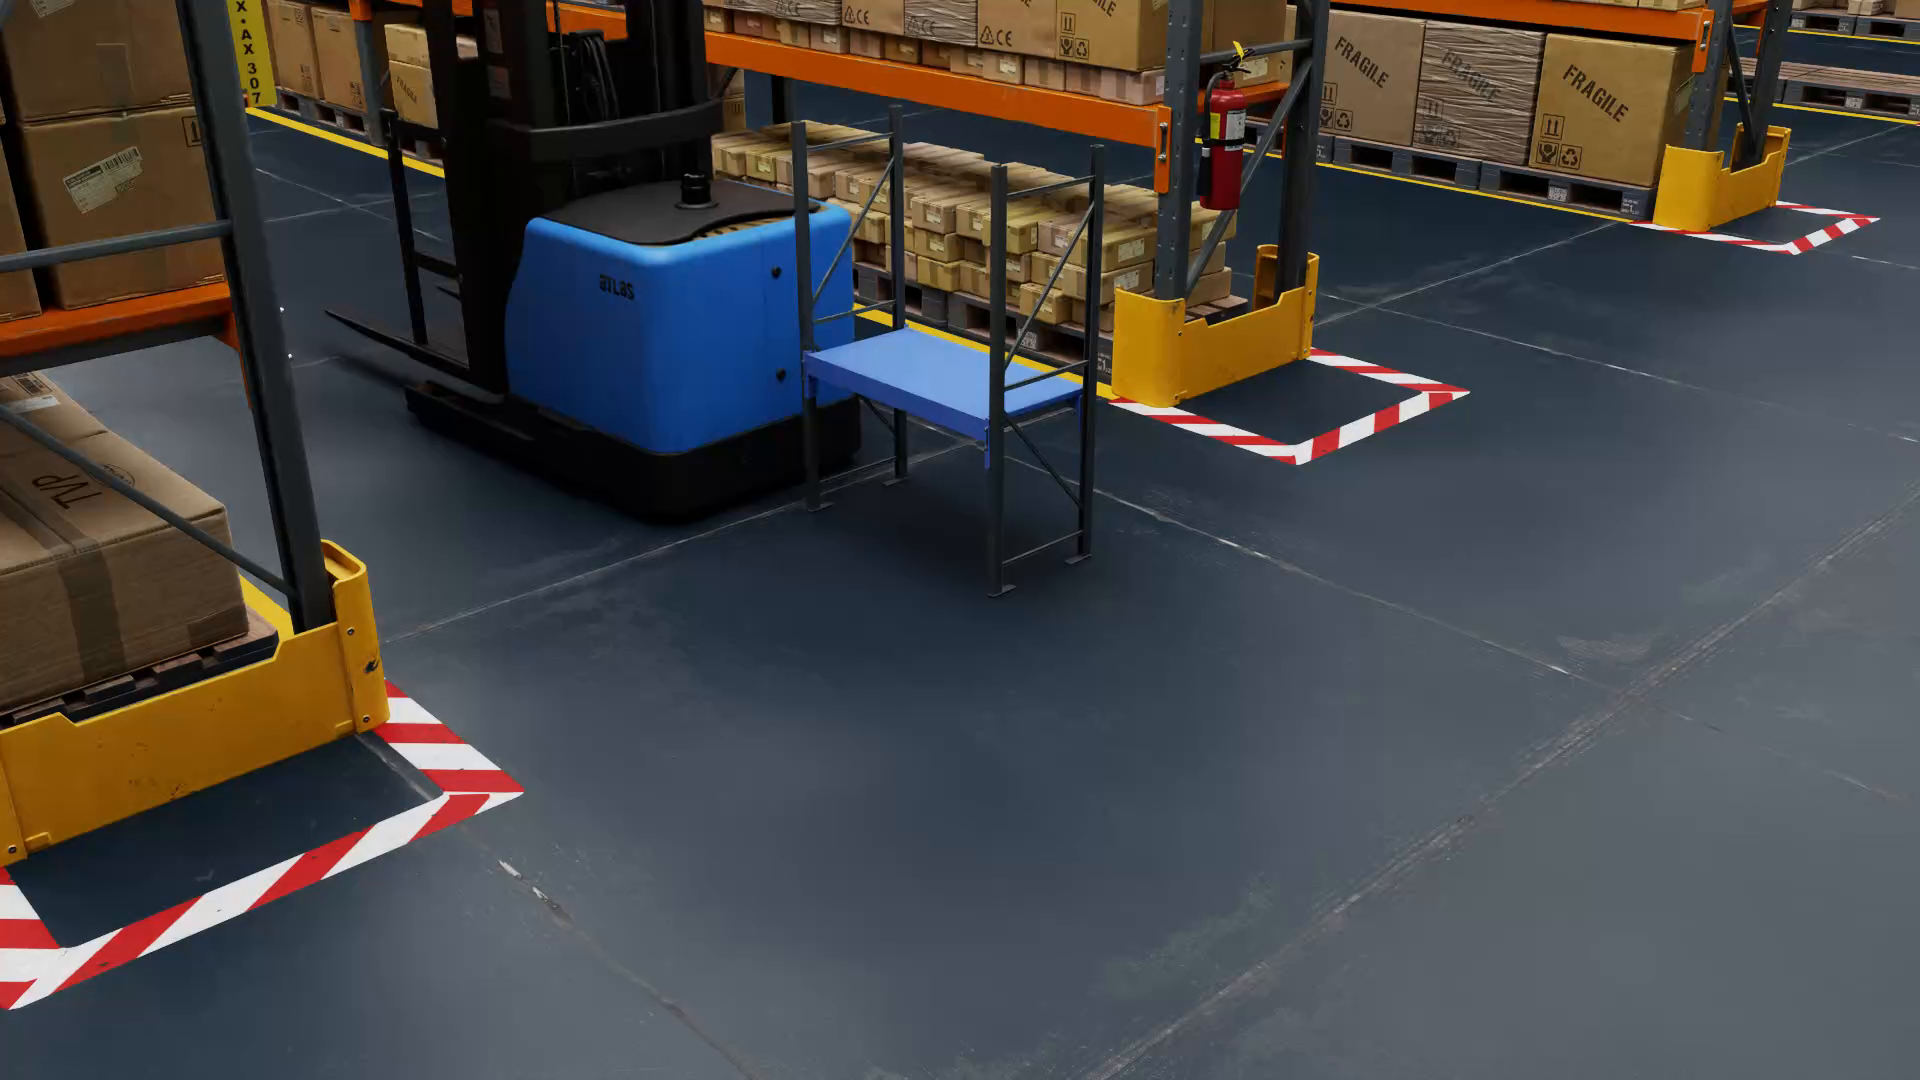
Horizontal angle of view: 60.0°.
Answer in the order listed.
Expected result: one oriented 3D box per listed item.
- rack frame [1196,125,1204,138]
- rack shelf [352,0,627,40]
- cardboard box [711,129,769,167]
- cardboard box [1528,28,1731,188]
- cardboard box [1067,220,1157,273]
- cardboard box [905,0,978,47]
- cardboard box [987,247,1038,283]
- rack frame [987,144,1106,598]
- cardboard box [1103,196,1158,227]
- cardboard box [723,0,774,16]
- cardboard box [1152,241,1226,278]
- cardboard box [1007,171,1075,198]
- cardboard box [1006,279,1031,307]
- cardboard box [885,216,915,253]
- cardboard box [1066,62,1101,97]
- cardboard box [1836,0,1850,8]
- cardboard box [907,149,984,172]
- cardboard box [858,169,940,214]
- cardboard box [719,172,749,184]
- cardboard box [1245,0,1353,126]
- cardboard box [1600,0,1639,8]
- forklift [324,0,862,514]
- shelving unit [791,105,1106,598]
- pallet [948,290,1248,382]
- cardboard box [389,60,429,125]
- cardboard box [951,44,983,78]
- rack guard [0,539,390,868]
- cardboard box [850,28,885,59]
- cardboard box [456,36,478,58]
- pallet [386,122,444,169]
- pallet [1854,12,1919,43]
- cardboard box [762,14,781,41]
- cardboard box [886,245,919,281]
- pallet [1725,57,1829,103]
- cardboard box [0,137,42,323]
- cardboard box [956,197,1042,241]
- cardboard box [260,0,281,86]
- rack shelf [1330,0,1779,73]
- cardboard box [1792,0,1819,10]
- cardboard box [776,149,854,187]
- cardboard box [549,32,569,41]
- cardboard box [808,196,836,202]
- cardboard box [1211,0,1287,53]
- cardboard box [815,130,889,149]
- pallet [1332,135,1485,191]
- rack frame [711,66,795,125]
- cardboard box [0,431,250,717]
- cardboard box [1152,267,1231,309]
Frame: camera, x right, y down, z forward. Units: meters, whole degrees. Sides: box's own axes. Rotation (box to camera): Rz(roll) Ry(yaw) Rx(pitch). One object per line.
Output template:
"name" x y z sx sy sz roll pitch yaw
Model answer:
"rack frame" 2.231 -4.736 13.017 1.000 3.000 0.127 -21 32 -38
"rack shelf" -2.825 -3.638 11.477 1.077 0.370 4.000 -21 32 -38
"cardboard box" -1.374 -2.361 10.023 0.380 0.149 0.250 -20 31 -36
"cardboard box" 4.469 -2.919 11.089 0.875 0.875 0.875 -21 32 -38
"cardboard box" 0.729 -1.401 7.918 0.380 0.149 0.250 -21 32 -38
"cardboard box" 0.079 -2.700 8.075 0.500 0.500 0.500 -21 32 -38
"cardboard box" 0.350 -1.413 8.303 0.250 0.149 0.380 22 33 40
"rack frame" 0.289 -0.554 5.658 0.500 1.500 0.032 -21 32 -38
"cardboard box" 0.889 -1.617 8.392 0.380 0.149 0.250 -21 32 -38
"cardboard box" -0.961 -3.171 9.107 0.500 0.500 0.500 -21 32 -38
"cardboard box" 1.105 -1.408 8.293 0.380 0.149 0.250 -20 31 -36
"cardboard box" 0.398 -1.868 8.942 0.380 0.149 0.250 -20 31 -37
"cardboard box" 0.396 -1.295 8.404 0.380 0.149 0.250 -21 32 -39
"cardboard box" -0.175 -1.649 8.821 0.380 0.149 0.250 -19 31 -36
"cardboard box" 0.704 -2.138 7.624 0.380 0.149 0.250 -21 32 -39
"cardboard box" 10.361 -6.259 19.261 0.380 0.149 0.250 -21 32 -38
"cardboard box" -0.080 -2.116 9.486 0.250 0.149 0.380 22 33 40
"cardboard box" -0.325 -1.880 8.969 0.380 0.149 0.250 -21 32 -38
"cardboard box" -1.206 -2.137 9.890 0.380 0.149 0.250 -21 32 -38
"cardboard box" 2.624 -3.737 12.882 0.875 0.875 0.875 -21 32 -38
"cardboard box" 4.302 -3.502 10.616 0.380 0.149 0.250 -21 32 -38
"forklift" -1.823 -1.941 6.973 3.031 2.935 1.130 22 32 39
"shelving unit" -0.058 -0.708 5.995 0.538 1.500 1.048 -21 32 -38
"pallet" 0.694 -1.158 8.534 1.003 0.211 1.213 -21 32 -38
"cardboard box" -3.895 -3.338 12.459 0.500 0.500 0.500 22 33 40
"cardboard box" 0.171 -2.368 8.130 0.250 0.149 0.380 22 33 39
"rack guard" -2.252 0.432 4.701 1.175 0.500 0.348 -21 32 -38
"cardboard box" -0.351 -2.613 8.666 0.380 0.149 0.250 -20 31 -37
"cardboard box" -3.222 -3.381 11.650 0.500 0.250 0.500 -21 32 -38
"pallet" -3.659 -3.065 12.715 1.003 0.211 1.213 -21 32 -38
"pallet" 10.772 -5.698 18.486 1.003 0.211 1.213 -21 32 -38
"cardboard box" -0.871 -2.859 9.206 0.250 0.149 0.380 22 33 39
"cardboard box" -0.174 -1.514 8.885 0.380 0.149 0.250 -20 32 -37
"pallet" 7.216 -4.291 15.401 1.003 0.211 1.213 -21 32 -38
"cardboard box" -2.792 -0.829 4.333 0.500 0.500 0.500 -21 32 -38
"cardboard box" 0.198 -1.632 8.425 0.250 0.149 0.380 22 33 40
"cardboard box" -5.780 -4.495 14.693 1.050 0.750 0.750 -21 32 -38
"rack shelf" 3.598 -3.802 11.838 1.077 0.370 4.000 -21 32 -38
"cardboard box" 9.594 -6.333 19.228 0.500 0.311 0.500 -21 32 -38
"cardboard box" -0.826 -2.125 9.507 0.380 0.149 0.250 -22 33 -40
"cardboard box" -2.845 -3.525 11.965 0.500 0.250 0.500 -20 31 -37
"cardboard box" -0.660 -1.901 9.373 0.380 0.149 0.250 -19 31 -36
"cardboard box" 1.170 -2.543 7.730 0.500 0.500 0.500 -19 31 -36
"cardboard box" -0.646 -2.350 10.000 0.380 0.149 0.250 -22 32 -39
"pallet" 3.532 -2.845 12.231 1.003 0.211 1.213 -21 32 -38
"rack frame" -1.458 -3.359 9.999 1.000 3.000 0.127 -21 32 -38
"cardboard box" -2.793 0.091 5.018 0.875 0.438 0.875 22 33 40
"cardboard box" 1.151 -1.291 8.395 0.380 0.149 0.250 -20 32 -37
